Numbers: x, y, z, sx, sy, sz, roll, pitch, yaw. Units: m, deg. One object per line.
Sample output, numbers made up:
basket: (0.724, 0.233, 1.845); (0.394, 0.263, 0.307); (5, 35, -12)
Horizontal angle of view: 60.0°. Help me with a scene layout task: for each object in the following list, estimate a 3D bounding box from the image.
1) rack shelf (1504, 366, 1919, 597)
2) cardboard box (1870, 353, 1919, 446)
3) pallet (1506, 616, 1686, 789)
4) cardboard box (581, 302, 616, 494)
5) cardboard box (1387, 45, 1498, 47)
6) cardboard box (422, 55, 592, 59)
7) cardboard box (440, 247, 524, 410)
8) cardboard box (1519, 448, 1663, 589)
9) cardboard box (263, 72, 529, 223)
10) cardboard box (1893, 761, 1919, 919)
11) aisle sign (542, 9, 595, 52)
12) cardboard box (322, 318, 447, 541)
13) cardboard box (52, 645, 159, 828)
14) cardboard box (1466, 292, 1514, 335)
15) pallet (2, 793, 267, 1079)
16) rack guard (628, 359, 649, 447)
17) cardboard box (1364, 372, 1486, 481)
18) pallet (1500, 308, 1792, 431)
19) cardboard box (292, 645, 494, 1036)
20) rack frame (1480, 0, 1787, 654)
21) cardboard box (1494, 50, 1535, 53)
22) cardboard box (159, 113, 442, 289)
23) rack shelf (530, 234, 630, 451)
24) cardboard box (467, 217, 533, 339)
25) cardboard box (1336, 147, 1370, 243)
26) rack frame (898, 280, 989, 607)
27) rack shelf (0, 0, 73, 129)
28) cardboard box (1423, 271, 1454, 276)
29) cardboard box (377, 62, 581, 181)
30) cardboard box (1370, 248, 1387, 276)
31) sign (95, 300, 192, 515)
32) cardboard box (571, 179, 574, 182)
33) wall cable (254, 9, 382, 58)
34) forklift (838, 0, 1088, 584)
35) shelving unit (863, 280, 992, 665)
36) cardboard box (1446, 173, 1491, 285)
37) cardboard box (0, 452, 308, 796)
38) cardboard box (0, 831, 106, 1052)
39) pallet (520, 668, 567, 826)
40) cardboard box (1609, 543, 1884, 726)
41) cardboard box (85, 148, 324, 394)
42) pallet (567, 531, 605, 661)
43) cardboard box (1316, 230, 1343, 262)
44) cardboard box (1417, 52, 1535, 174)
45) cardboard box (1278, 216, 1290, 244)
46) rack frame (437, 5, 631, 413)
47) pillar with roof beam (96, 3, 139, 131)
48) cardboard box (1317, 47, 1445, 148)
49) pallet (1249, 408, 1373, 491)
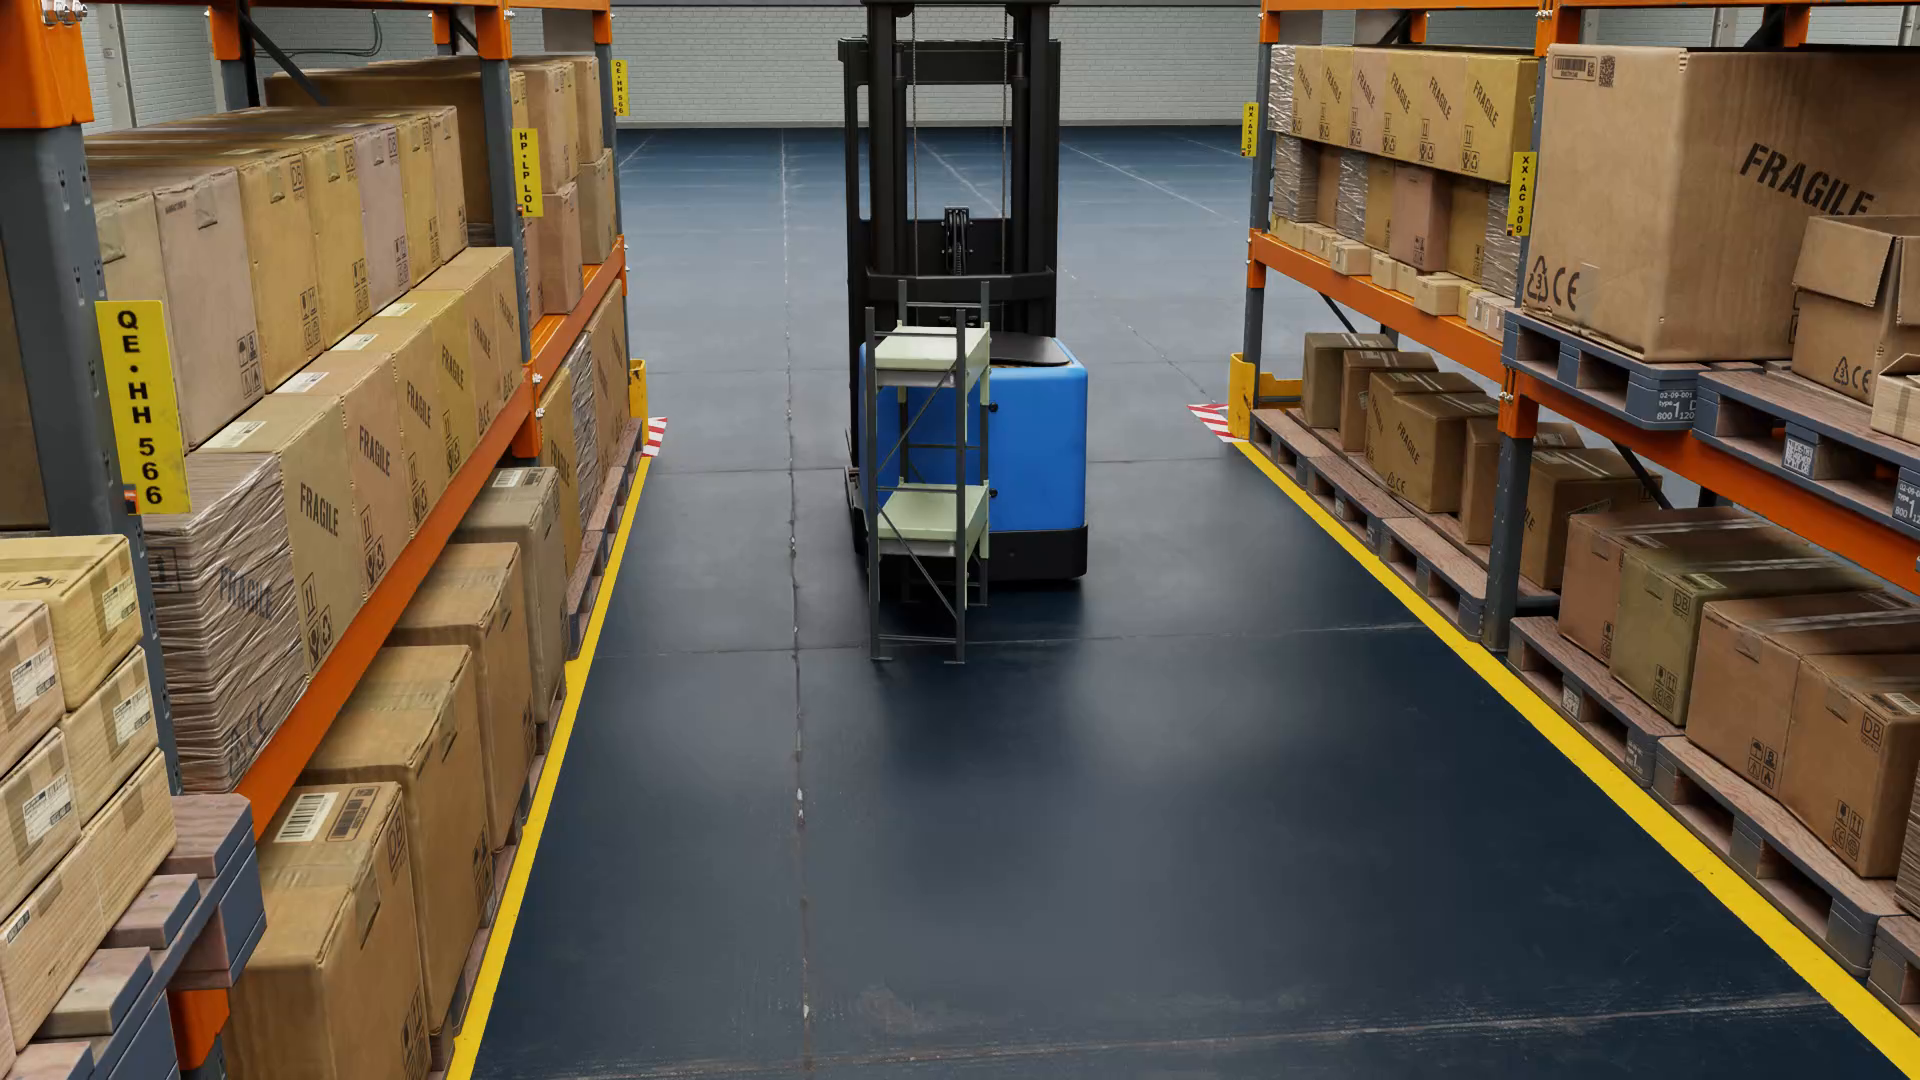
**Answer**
rack shelf: (2.973, -0.037, 4.988); (1.077, 0.370, 4.000); (-2, 18, -6)
cardboard box: (2.739, -0.409, 4.496); (0.396, 0.266, 0.258); (-2, 18, -7)
pallet: (2.849, 0.586, 6.458); (1.003, 0.211, 1.213); (-2, 18, -6)
cardboard box: (-2.361, -0.769, 8.966); (0.875, 0.875, 0.875); (-2, 18, -7)
cardboard box: (2.714, -2.530, 9.394); (0.500, 0.500, 0.500); (-2, 18, -6)
cardboard box: (-2.590, -2.520, 9.642); (0.875, 0.550, 0.550); (-2, 18, -6)
cardboard box: (-1.857, -0.754, 5.903); (0.500, 0.500, 0.500); (-2, 18, -6)
cardboard box: (2.765, -0.104, 7.474); (0.500, 0.500, 0.500); (-2, 18, -7)
cardboard box: (-2.181, -1.551, 6.556); (0.875, 0.550, 0.550); (-2, 18, -6)
cardboard box: (3.020, 0.834, 4.450); (0.700, 0.500, 0.500); (-3, 18, -10)
aisle sign: (-2.299, -3.315, 9.890); (0.394, 0.787, 0.004); (-2, 18, -6)
cardboard box: (-1.698, -0.301, 4.462); (0.500, 0.500, 0.500); (-2, 18, -6)
cardboard box: (-1.261, 0.249, 2.097); (0.380, 0.149, 0.250); (-1, 17, -5)
cardboard box: (2.436, -0.986, 7.229); (0.380, 0.149, 0.250); (-2, 18, -6)
pallet: (-1.585, 0.639, 1.953); (1.213, 0.211, 1.003); (-2, 18, -6)
rack guard: (-2.592, -0.859, 10.580); (1.175, 0.500, 0.348); (-2, 18, -6)
cardboard box: (2.543, -0.625, 9.132); (0.500, 0.500, 0.500); (0, 17, 0)
pallet: (2.701, -0.652, 6.068); (1.003, 0.211, 1.213); (-2, 18, -6)
cardboard box: (-1.831, 0.767, 4.281); (1.050, 0.750, 0.750); (-2, 17, -5)
rack frame: (2.767, -0.976, 6.779); (1.000, 3.000, 0.127); (-2, 18, -6)
cardboard box: (2.869, -2.083, 7.970); (0.500, 0.500, 0.500); (-2, 18, -6)
cardboard box: (-2.065, -1.077, 5.263); (0.700, 0.500, 0.500); (-2, 18, -7)
rack shelf: (-2.383, -1.106, 8.392); (1.077, 0.370, 4.000); (-2, 18, -6)
cardboard box: (-2.227, -1.034, 6.713); (0.875, 0.550, 0.550); (-2, 18, -6)
cardboard box: (2.563, -1.897, 9.049); (0.875, 0.500, 0.500); (-2, 18, -6)
rack frame: (-0.072, -0.417, 7.503); (0.400, 1.500, 0.023); (3, 18, 8)
rack shelf: (-1.558, -0.153, 0.351); (1.077, 0.370, 4.000); (-2, 18, -6)
cardboard box: (2.439, -1.212, 7.949); (0.380, 0.149, 0.250); (-2, 18, -6)
cardboard box: (-2.335, -2.034, 8.094); (0.875, 0.550, 0.500); (-2, 18, -6)
cardboard box: (2.363, -1.435, 8.661); (0.380, 0.149, 0.250); (-2, 18, -6)
sign: (-1.226, -0.196, 2.491); (0.100, 0.325, 0.005); (-2, 18, -6)
cardboard box: (-2.495, -1.673, 8.749); (0.875, 0.550, 0.550); (-2, 18, -6)
wall cable: (-15.347, -12.709, 39.320); (3.097, 2.526, 0.112); (-2, 18, -6)
forklift: (-0.068, -1.586, 8.836); (1.130, 2.935, 3.031); (-2, 18, -6)
shelving unit: (-0.125, -0.309, 7.157); (0.431, 1.500, 0.755); (3, 18, 8)
cardboard box: (2.765, -1.452, 7.630); (0.875, 0.500, 0.500); (-2, 18, -6)
cardboard box: (-1.542, 0.149, 3.028); (0.500, 0.500, 0.500); (-2, 17, -5)
cardboard box: (-1.233, 0.465, 1.906); (0.380, 0.149, 0.250); (-2, 18, -6)
pallet: (-2.023, 0.705, 6.079); (1.003, 0.211, 1.213); (-2, 18, -6)
cardboard box: (2.839, 0.333, 6.048); (0.700, 0.500, 0.500); (-2, 18, -6)
cardboard box: (-1.910, -0.624, 3.819); (0.700, 0.500, 0.500); (-2, 18, -6)
pallet: (-2.178, 0.248, 7.533); (1.003, 0.211, 1.213); (-2, 18, -6)
cardboard box: (2.229, -1.657, 9.367); (0.380, 0.149, 0.250); (-2, 18, -6)
cardboard box: (2.394, -1.917, 7.444); (0.500, 0.500, 0.500); (-2, 18, -6)
cardboard box: (2.153, -1.881, 10.079); (0.380, 0.149, 0.250); (-2, 18, -6)
rack frame: (-2.590, -2.045, 10.182); (1.000, 3.000, 0.127); (-2, 18, -6)
pillar with roof beam: (-11.458, -11.618, 30.659); (9.100, 9.000, 0.400); (-2, 18, -6)
cardboard box: (2.237, -2.364, 8.867); (0.500, 0.500, 0.500); (-2, 18, -6)
pallet: (2.411, -0.572, 10.146); (1.003, 0.211, 1.213); (-2, 18, -6)
